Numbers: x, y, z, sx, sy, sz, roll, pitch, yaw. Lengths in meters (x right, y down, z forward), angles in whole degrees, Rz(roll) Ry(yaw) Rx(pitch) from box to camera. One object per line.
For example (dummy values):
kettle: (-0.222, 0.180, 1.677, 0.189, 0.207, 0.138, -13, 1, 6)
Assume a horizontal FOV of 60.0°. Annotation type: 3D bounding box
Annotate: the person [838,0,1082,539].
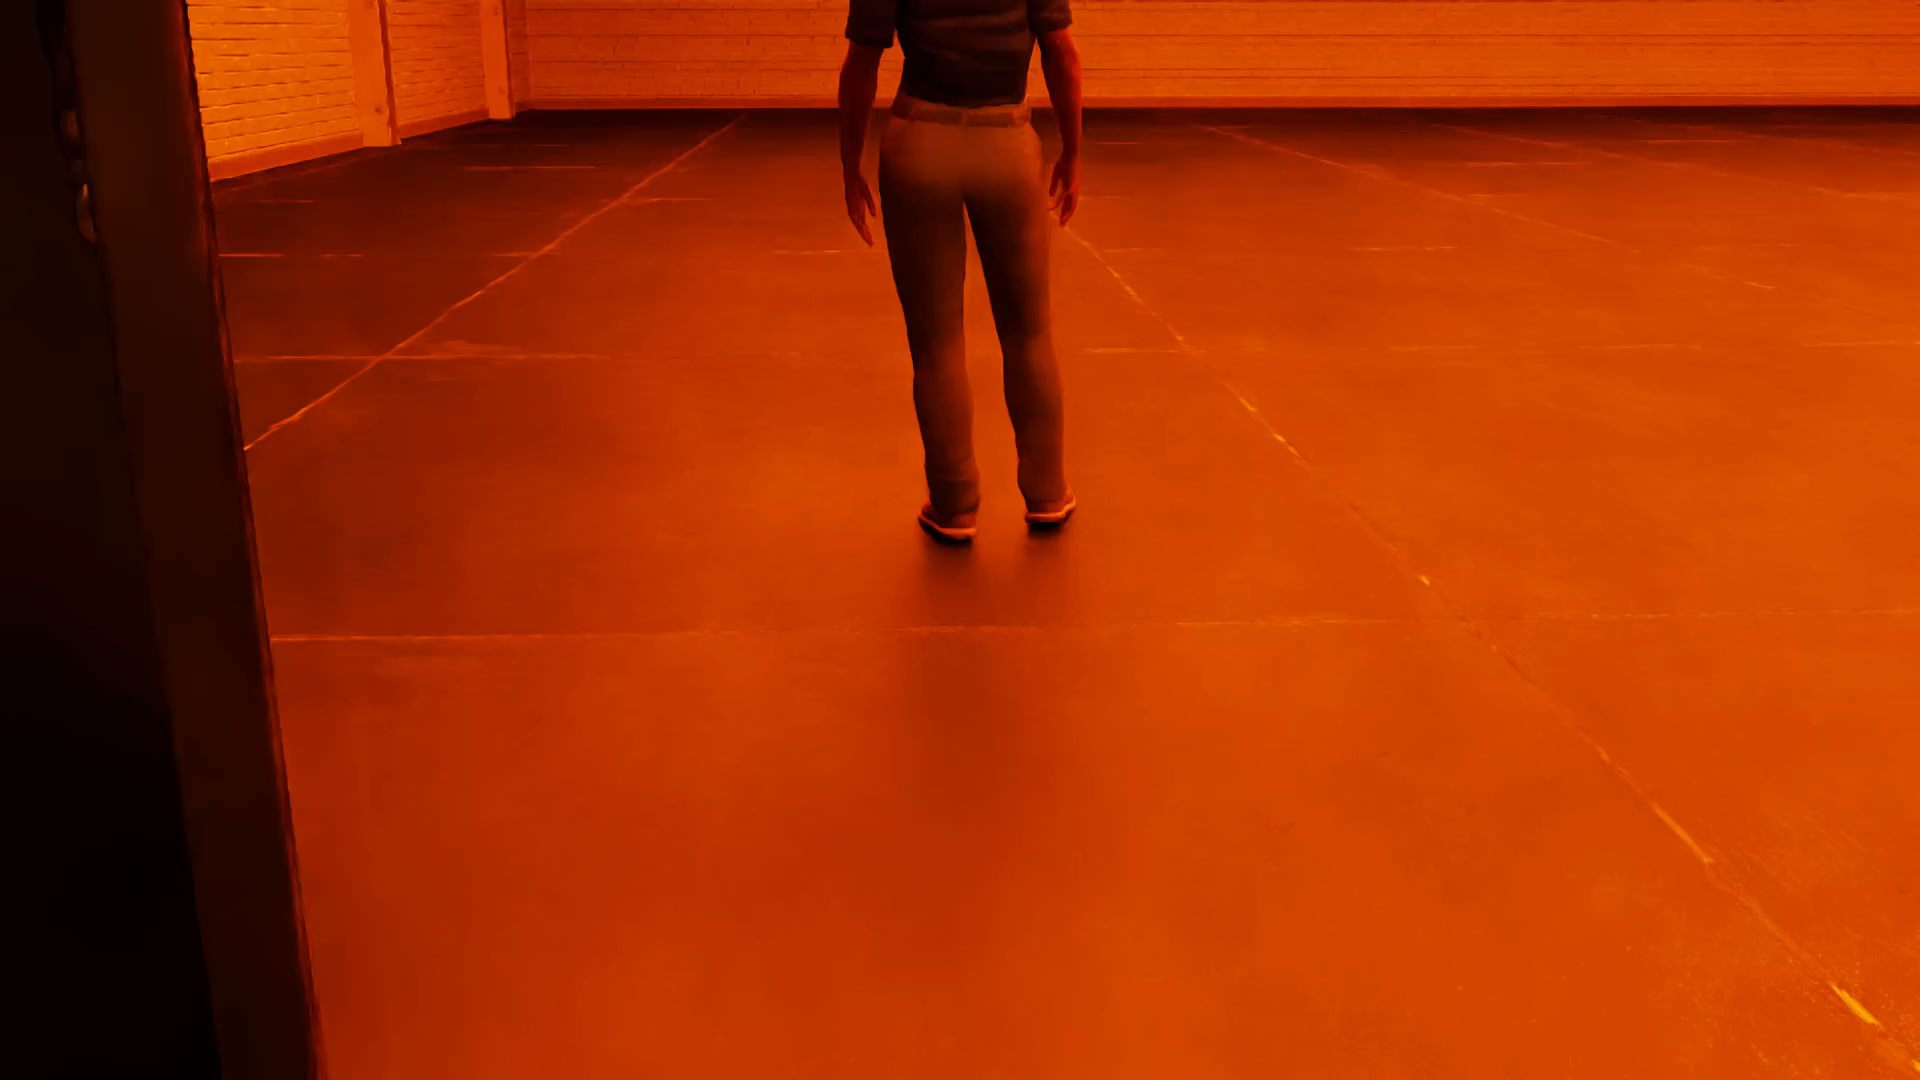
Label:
person: (0.015, -0.824, 3.759, 0.570, 1.654, 0.503, -1, 17, -3)
